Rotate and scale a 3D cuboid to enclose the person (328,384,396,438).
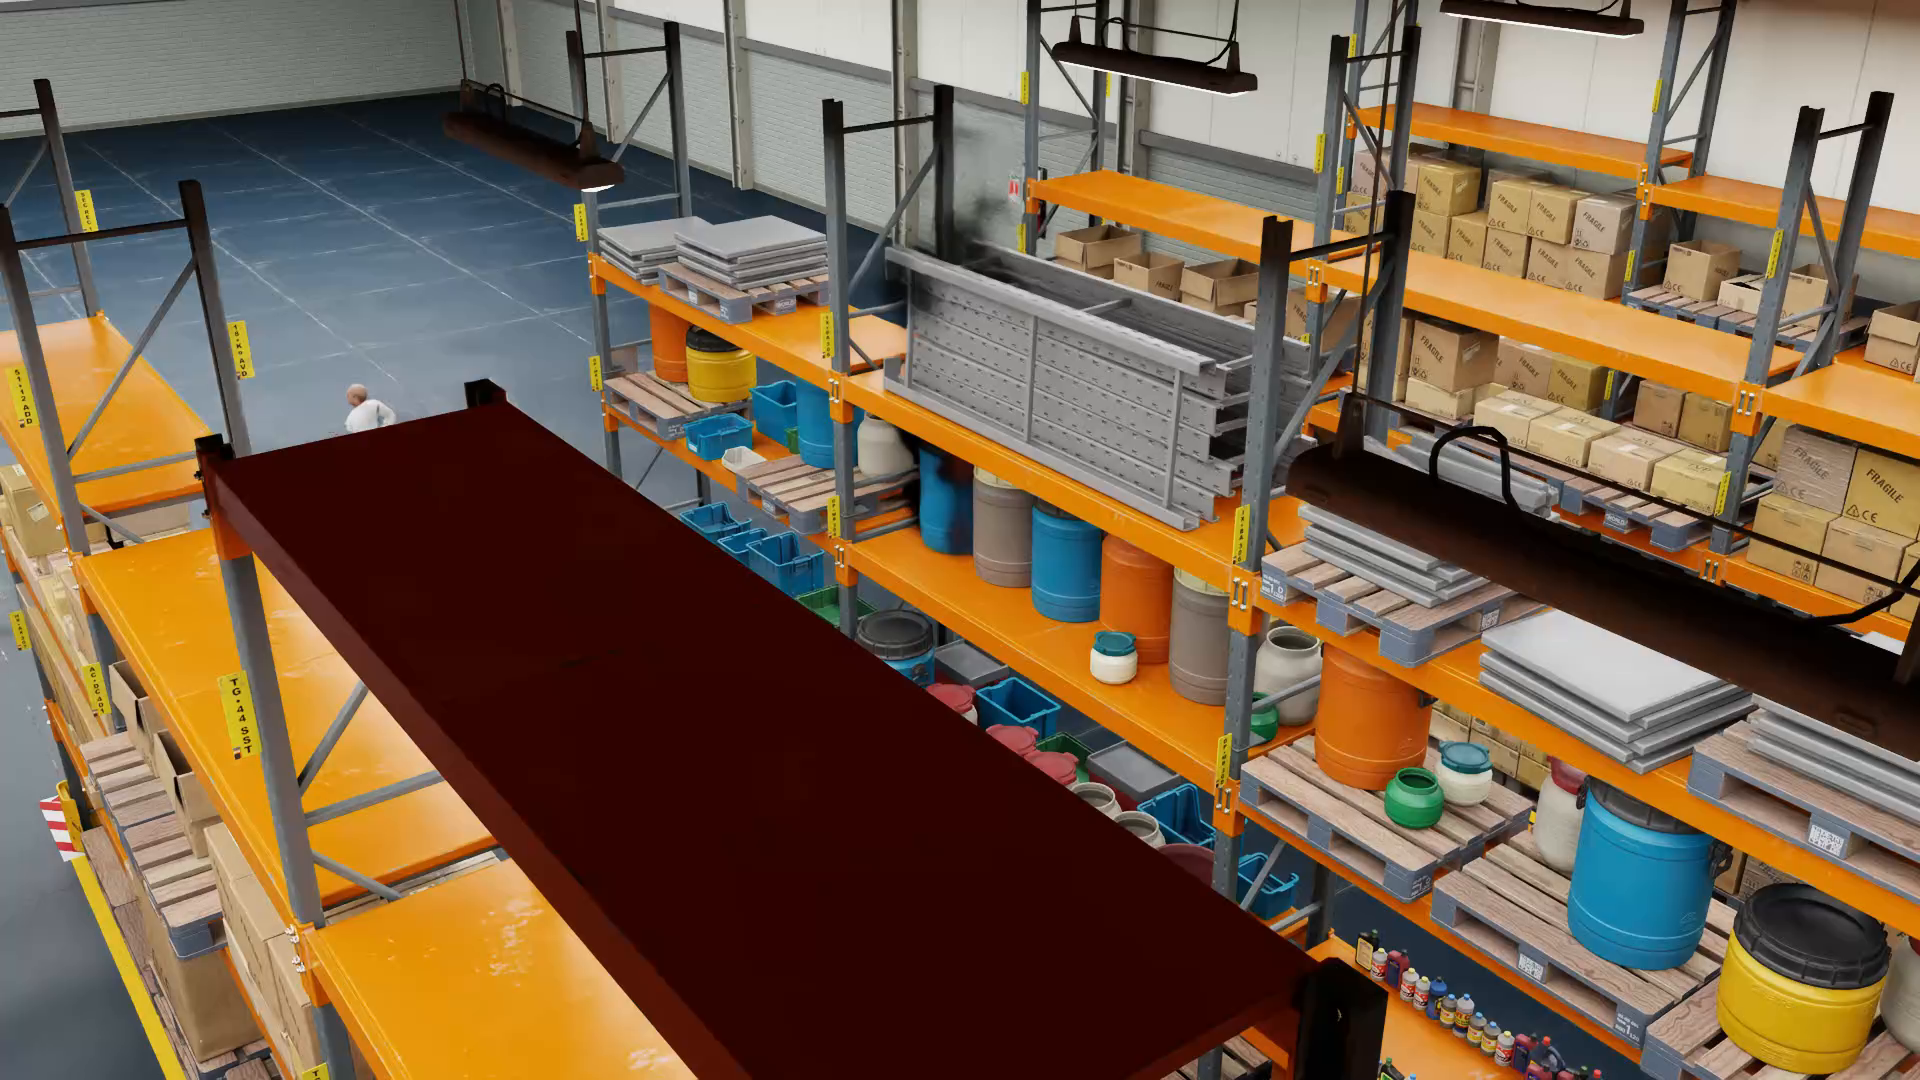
[{"bbox_3d":[-6.669,-0.941,18.781,0.818,1.622,0.689,-4,25,-10],"label":"person"}]
